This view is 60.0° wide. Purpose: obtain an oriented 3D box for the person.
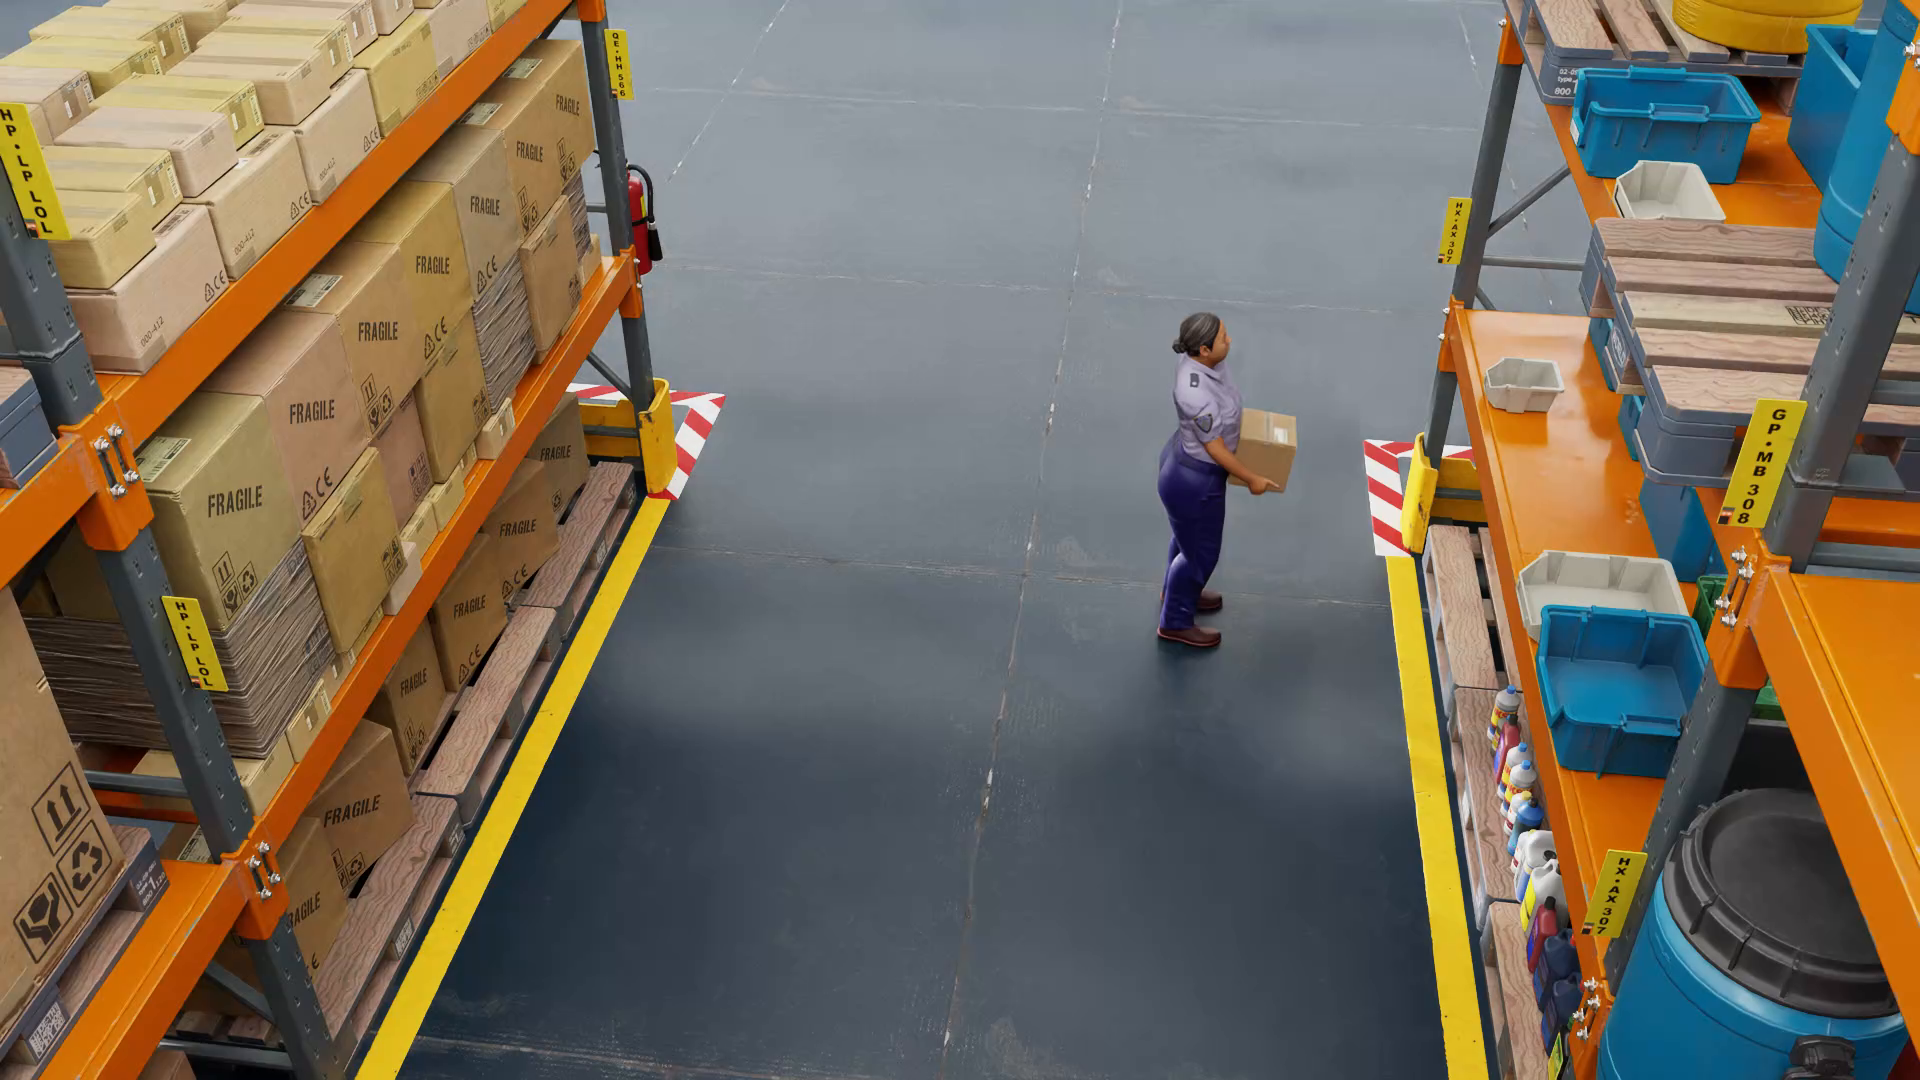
[{"bbox_3d":[1.149,-0.277,7.436,0.522,1.643,0.449,5,37,6],"label":"person"}]
